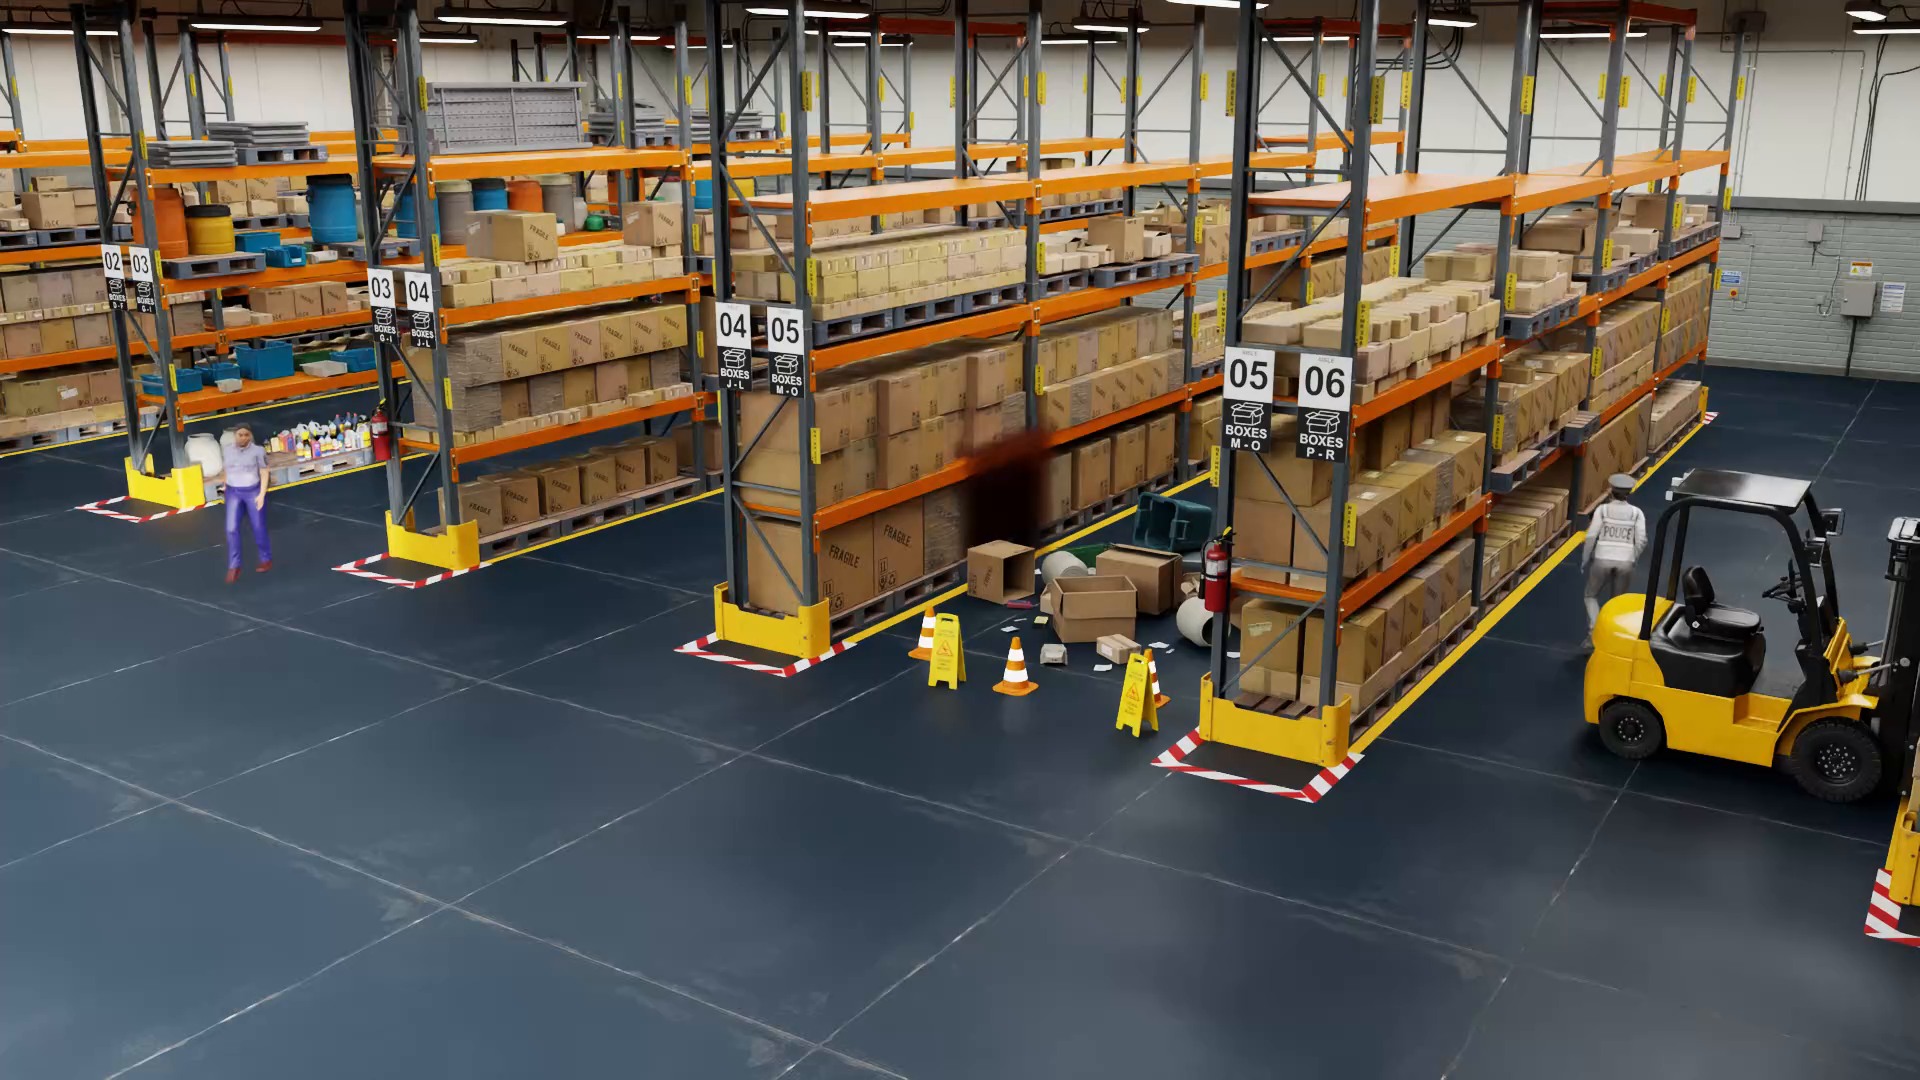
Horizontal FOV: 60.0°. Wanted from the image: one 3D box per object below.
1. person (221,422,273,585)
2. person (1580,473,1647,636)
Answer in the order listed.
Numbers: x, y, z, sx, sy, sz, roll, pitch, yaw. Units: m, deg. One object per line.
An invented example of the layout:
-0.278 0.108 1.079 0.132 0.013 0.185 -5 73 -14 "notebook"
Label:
-7.609 -0.408 17.686 0.504 1.645 0.680 -2 16 -8 "person"
6.042 0.203 15.370 0.559 1.564 0.573 4 16 14 "person"
